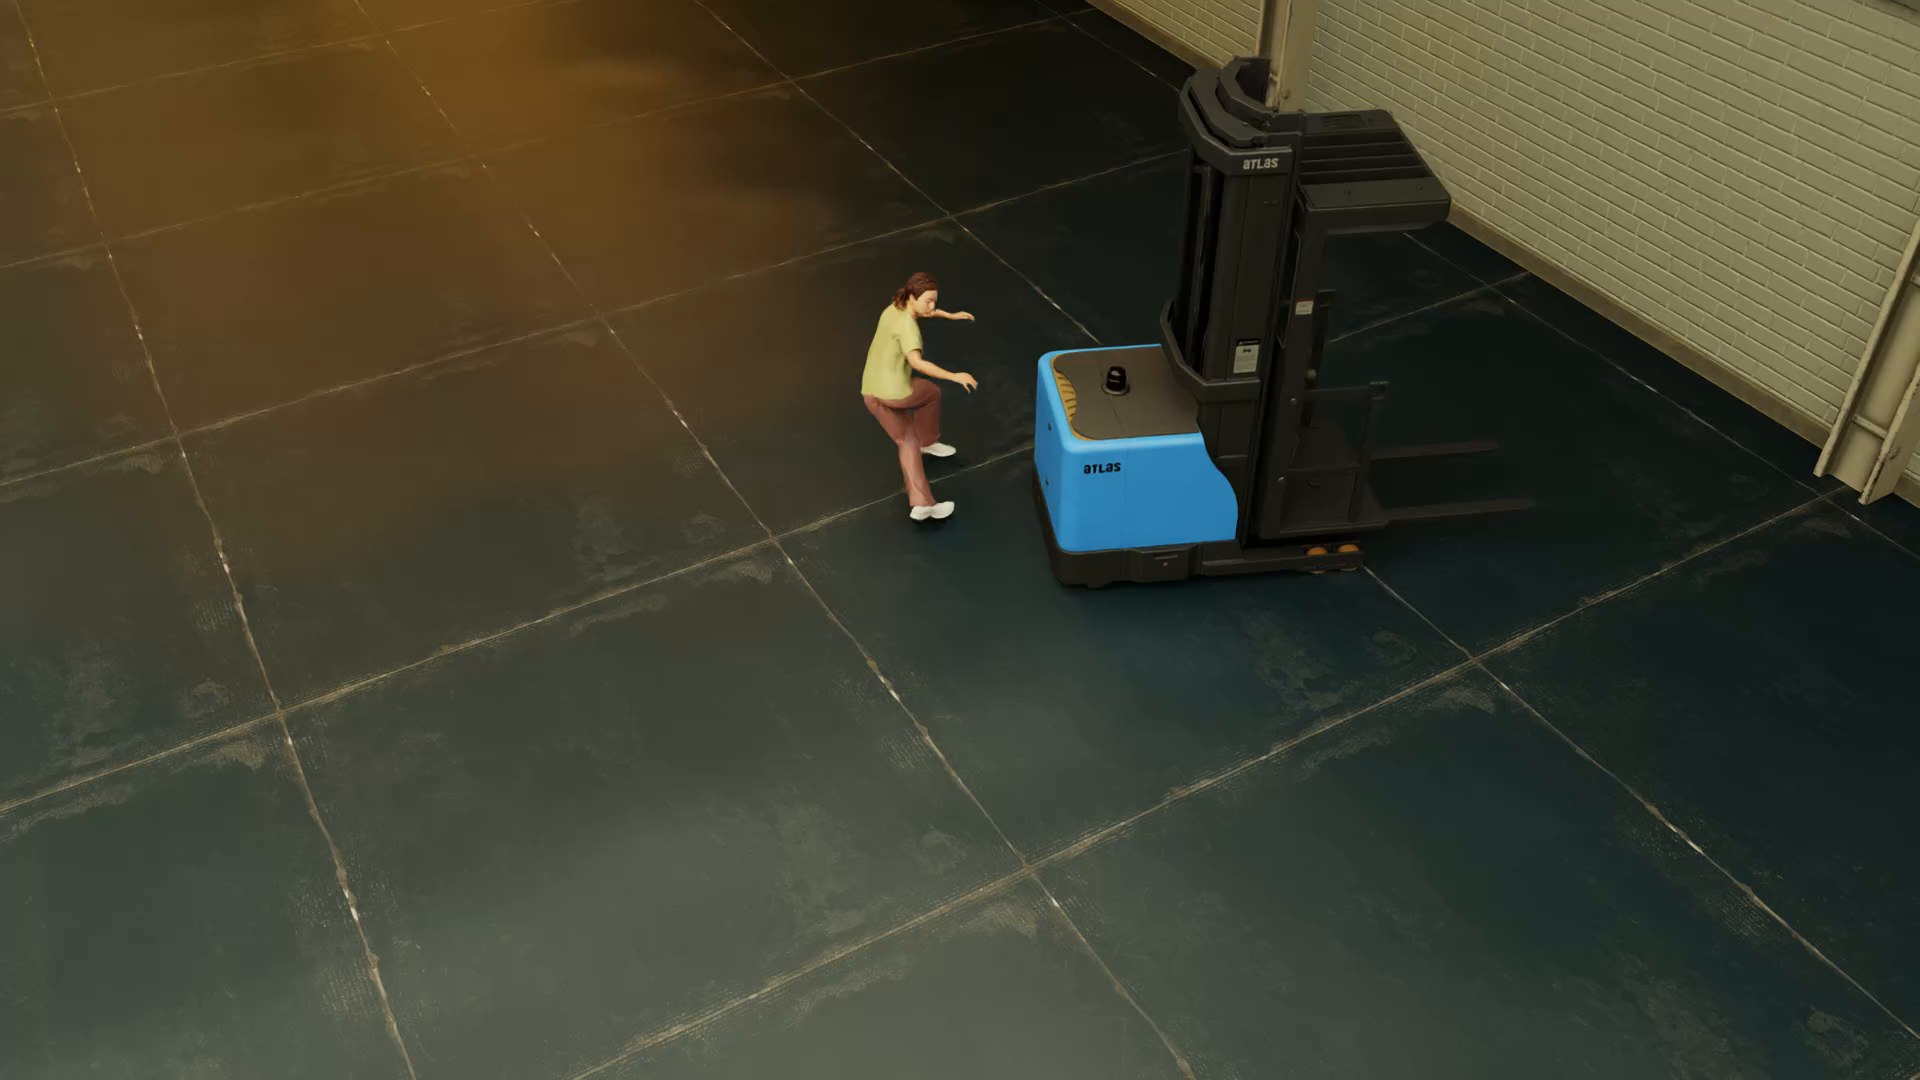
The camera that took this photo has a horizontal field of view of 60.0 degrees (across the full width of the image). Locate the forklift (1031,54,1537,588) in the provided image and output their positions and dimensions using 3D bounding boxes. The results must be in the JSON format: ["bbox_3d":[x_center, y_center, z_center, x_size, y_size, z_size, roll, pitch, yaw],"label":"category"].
[{"bbox_3d":[2.012,-1.254,9.548,3.031,2.935,1.130,-5,40,-6],"label":"forklift"}]

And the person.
[{"bbox_3d":[-0.168,-0.960,10.378,0.960,1.448,0.866,-32,49,-32],"label":"person"}]
